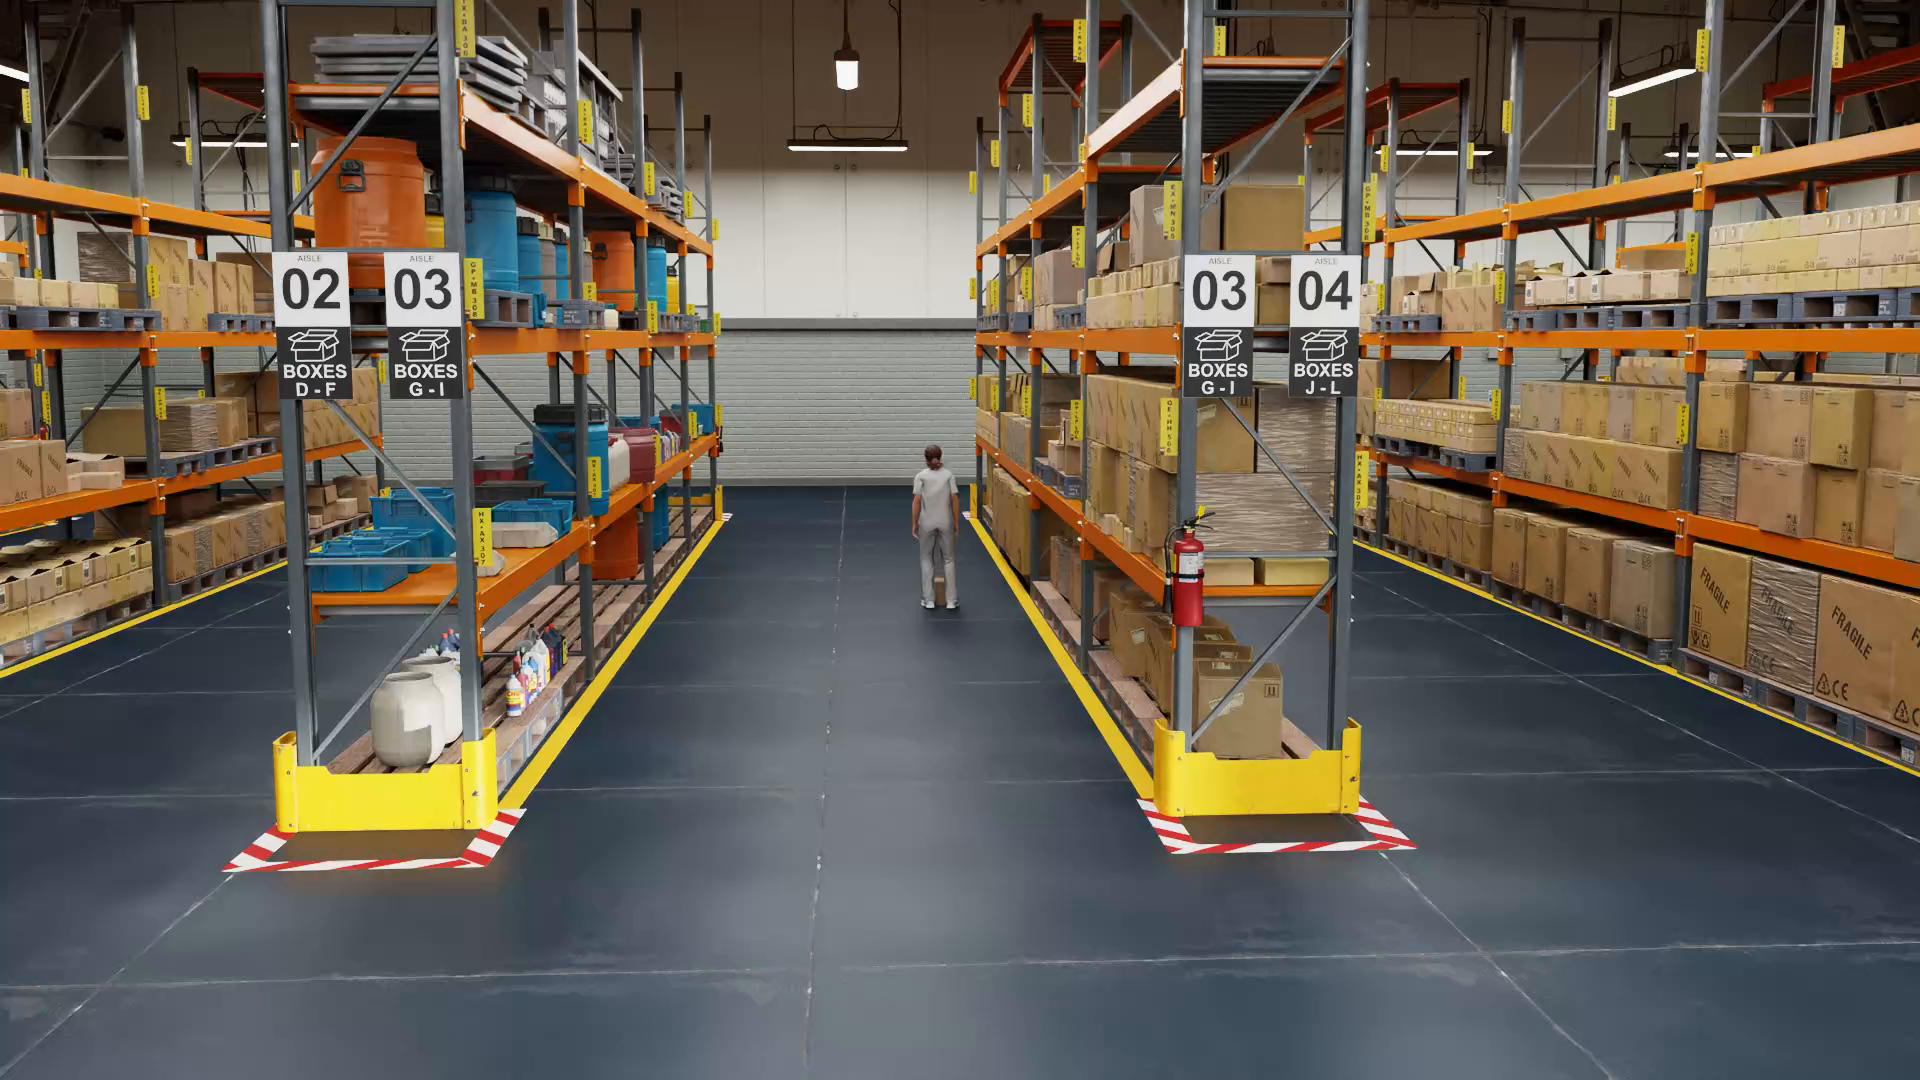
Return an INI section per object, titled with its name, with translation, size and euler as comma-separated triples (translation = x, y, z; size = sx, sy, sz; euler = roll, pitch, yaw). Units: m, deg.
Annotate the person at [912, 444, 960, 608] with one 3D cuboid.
[person]
translation = -0.245, -0.142, 16.928
size = 0.505, 1.671, 0.416
euler = -1, 7, -7
